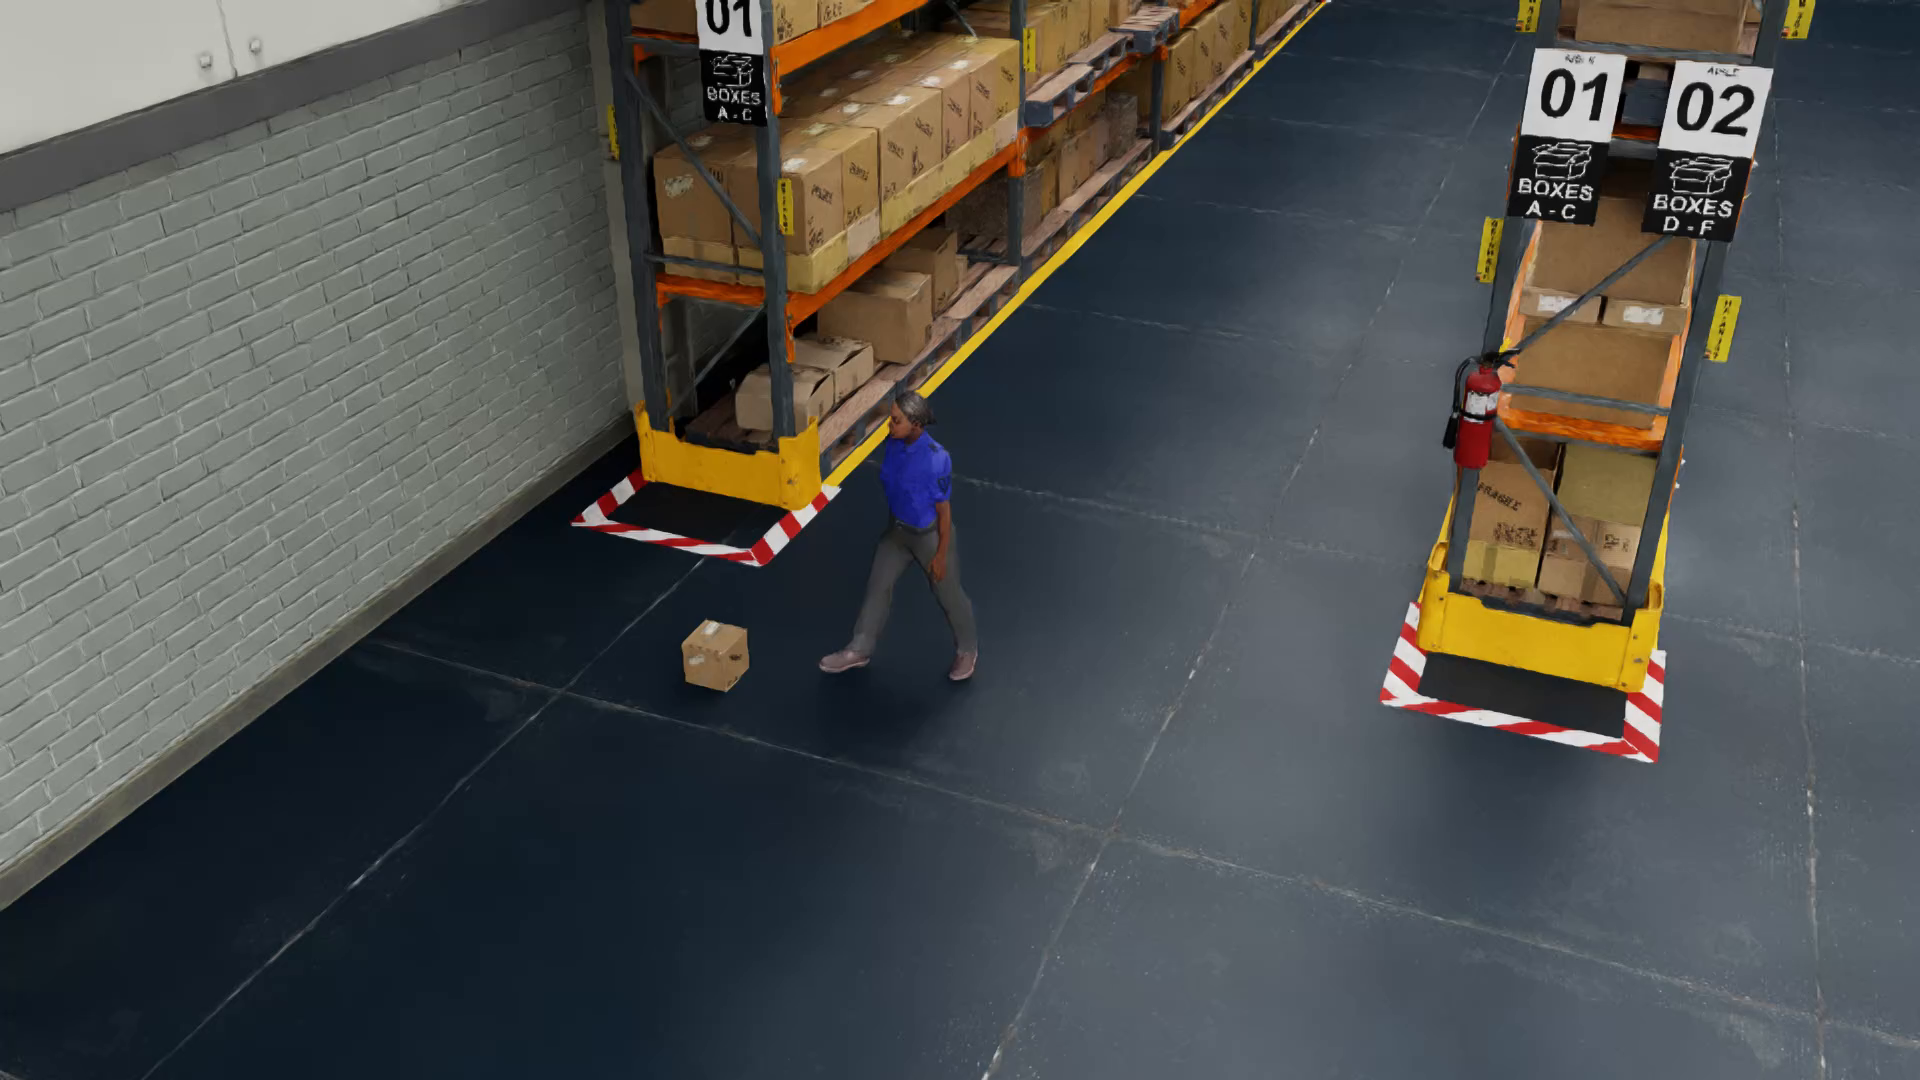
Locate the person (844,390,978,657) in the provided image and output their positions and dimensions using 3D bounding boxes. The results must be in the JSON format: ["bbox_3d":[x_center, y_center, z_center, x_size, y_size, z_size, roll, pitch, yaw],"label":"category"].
[{"bbox_3d":[-0.226,-0.069,8.418,0.609,1.555,0.540,-26,39,-37],"label":"person"}]
